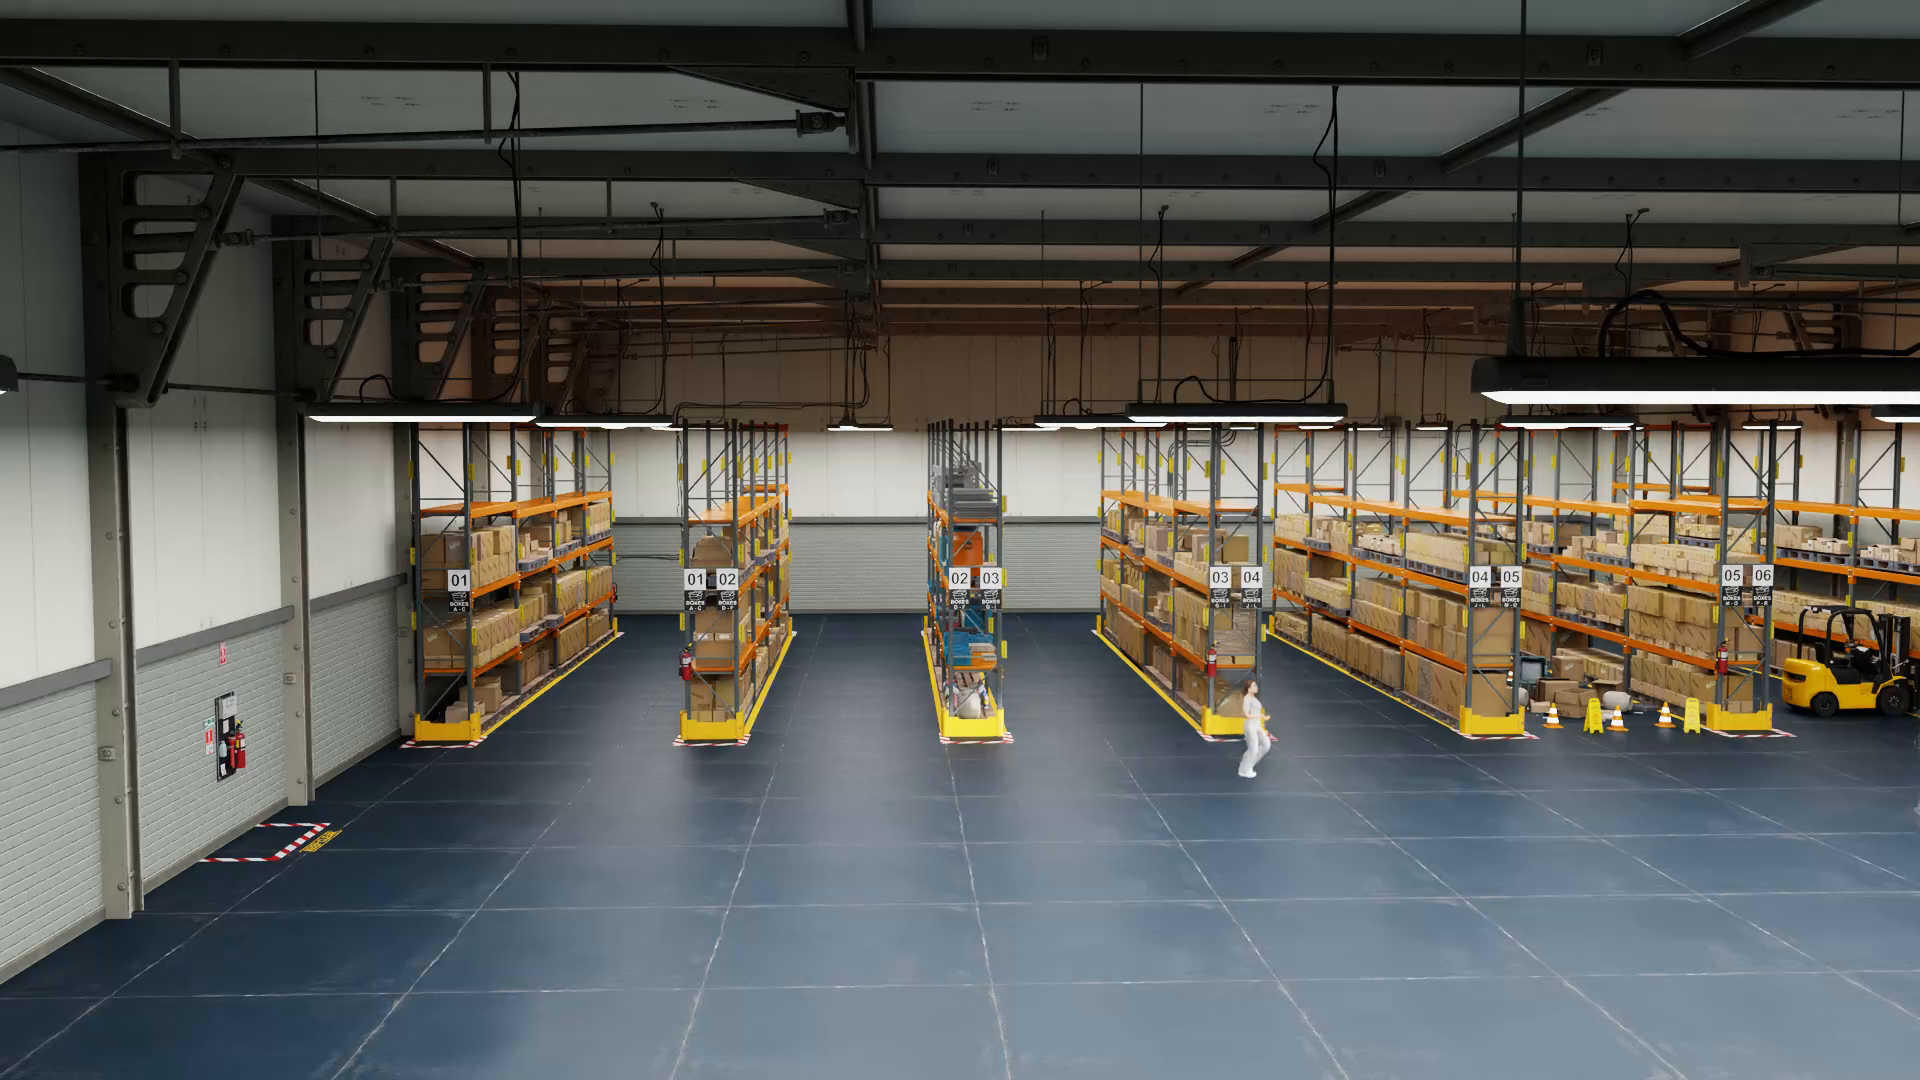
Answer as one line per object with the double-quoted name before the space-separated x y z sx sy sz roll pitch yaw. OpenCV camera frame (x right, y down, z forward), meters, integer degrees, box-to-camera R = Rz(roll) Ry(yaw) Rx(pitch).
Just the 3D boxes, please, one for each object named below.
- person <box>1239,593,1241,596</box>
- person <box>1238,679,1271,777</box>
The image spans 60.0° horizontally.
"person" 7.842 1.972 45.040 0.688 1.773 0.840 0 4 0
"person" 4.902 3.123 27.586 0.571 1.628 0.552 2 4 29
